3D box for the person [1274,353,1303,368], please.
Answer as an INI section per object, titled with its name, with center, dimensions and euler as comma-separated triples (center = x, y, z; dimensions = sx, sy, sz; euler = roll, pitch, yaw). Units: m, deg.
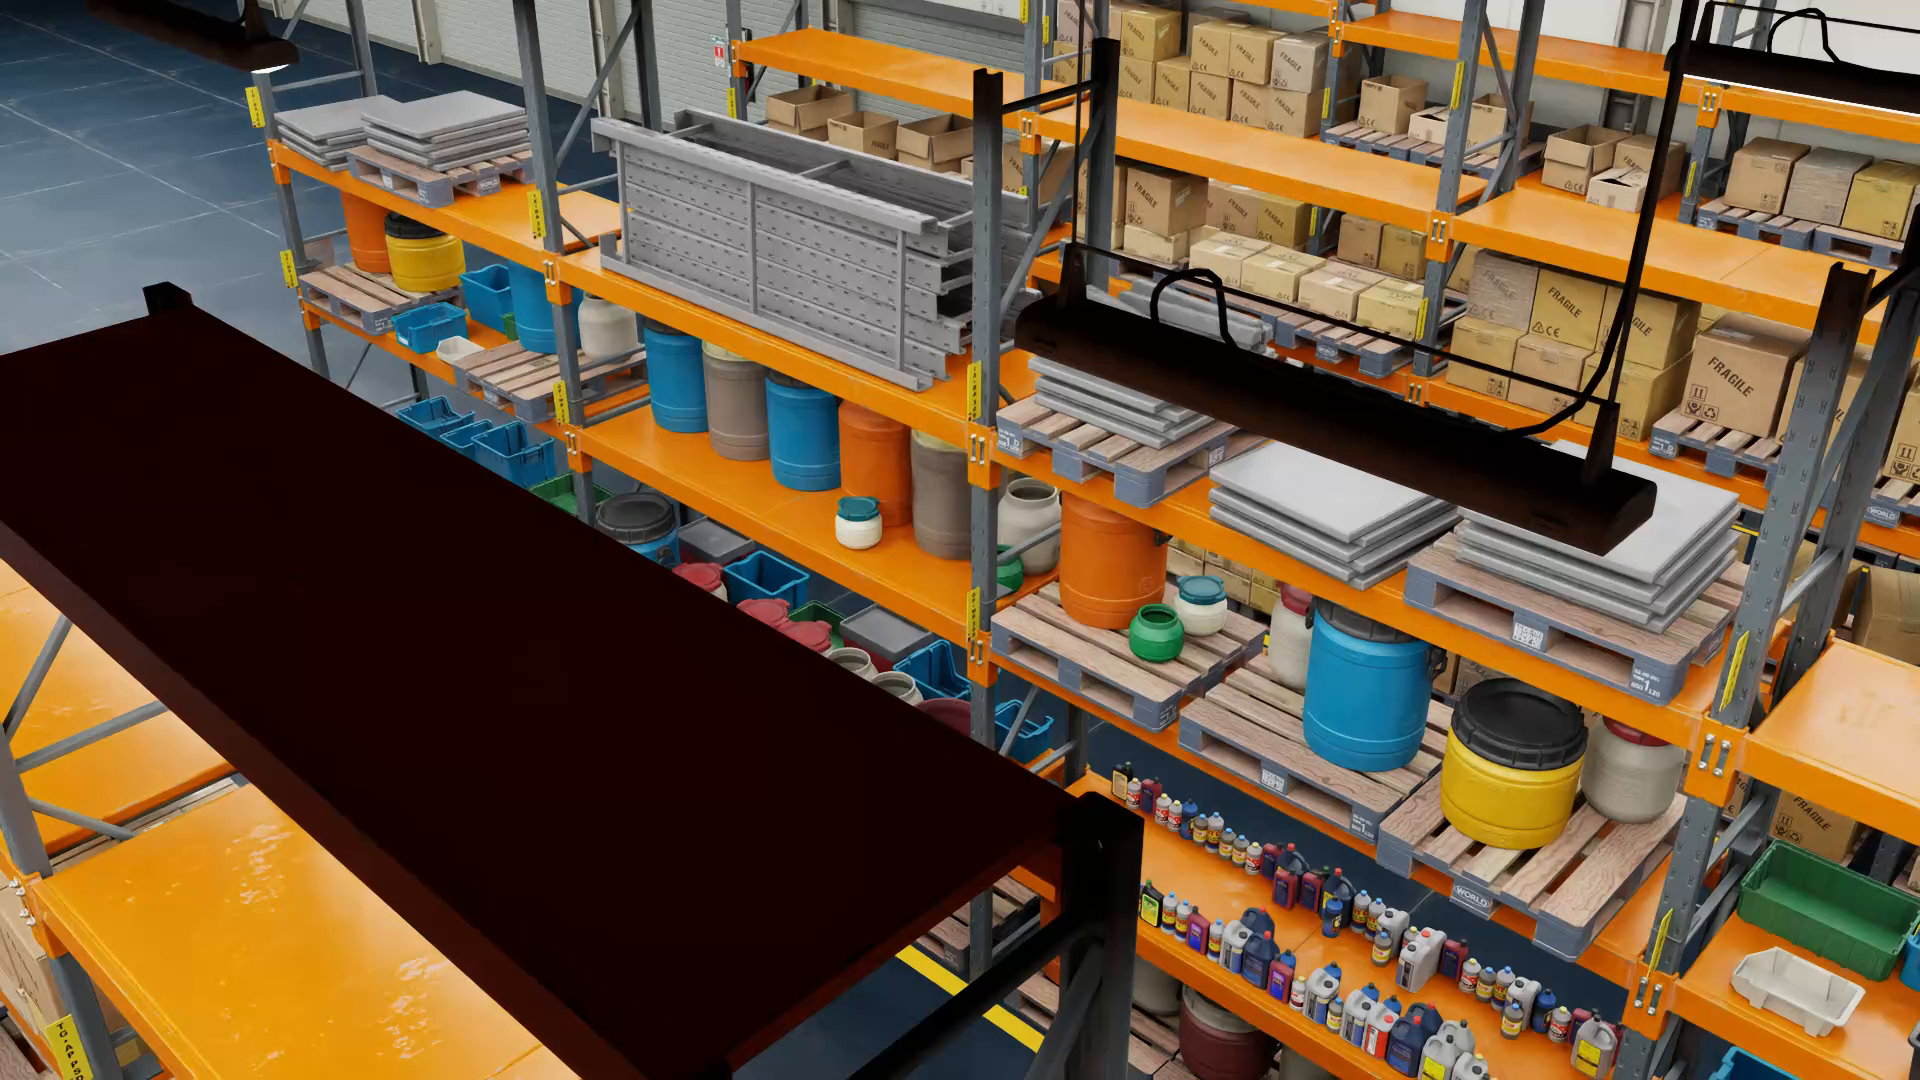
[person]
center = 3.338, -1.822, 17.704
dimensions = 0.680, 1.814, 0.569
euler = 9, 31, 15
